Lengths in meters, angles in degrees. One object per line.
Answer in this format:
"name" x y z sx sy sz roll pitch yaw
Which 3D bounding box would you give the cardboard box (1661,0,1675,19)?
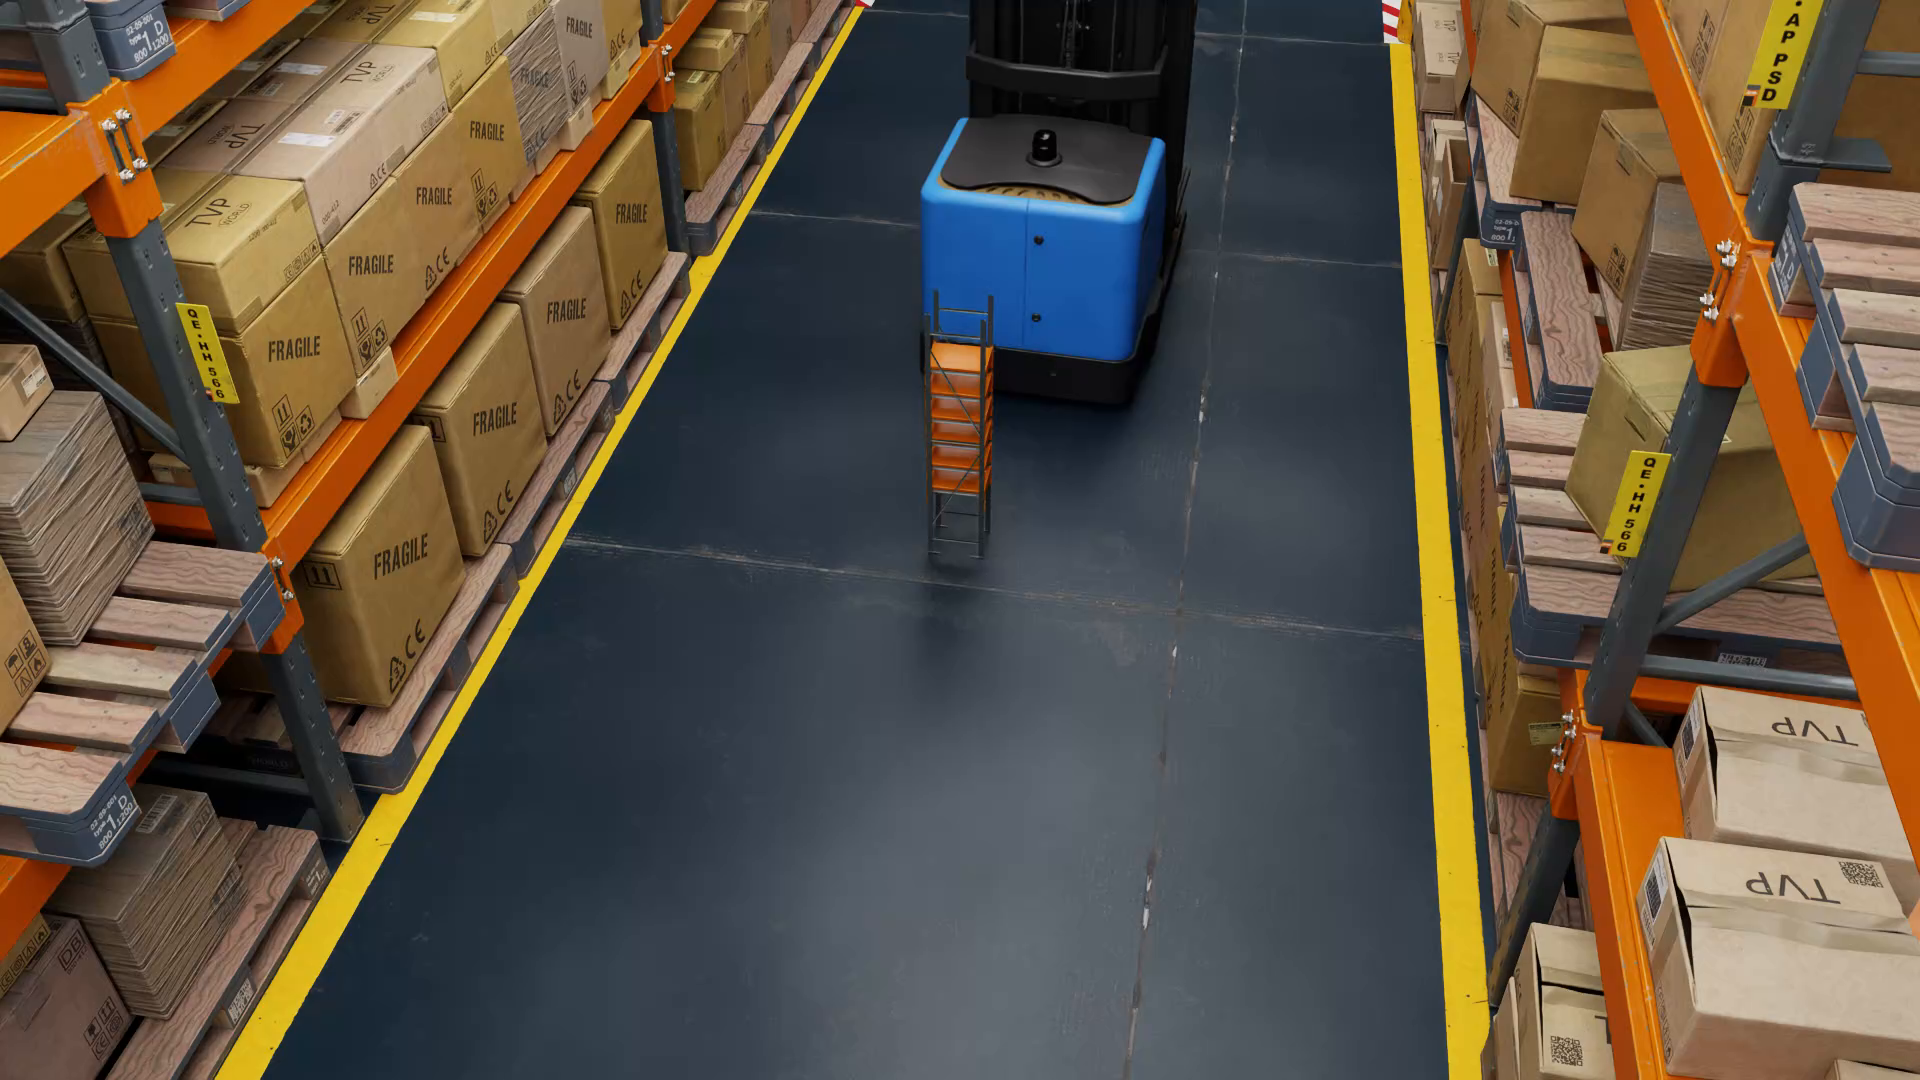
"cardboard box" 2.445 -1.735 4.562 0.910 0.500 0.500 6 40 8

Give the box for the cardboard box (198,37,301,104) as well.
"cardboard box" -2.647 -1.570 5.879 0.500 0.250 0.500 5 40 7

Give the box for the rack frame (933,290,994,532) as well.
"rack frame" 0.013 -0.511 6.926 0.240 1.200 0.006 6 40 8

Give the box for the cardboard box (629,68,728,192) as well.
"cardboard box" -1.733 -2.328 9.343 0.700 0.500 0.500 7 40 8

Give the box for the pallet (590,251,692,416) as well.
"pallet" -2.023 -1.104 8.419 1.003 0.211 1.213 6 40 8

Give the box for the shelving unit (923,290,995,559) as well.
"shelving unit" -0.002 -0.453 6.857 0.258 1.200 0.189 6 40 8

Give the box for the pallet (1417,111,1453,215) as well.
"pallet" 3.245 -2.251 9.807 1.003 0.211 1.213 6 40 8

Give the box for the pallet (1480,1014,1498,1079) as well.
"pallet" 2.043 1.970 4.701 1.003 0.211 1.213 6 40 8

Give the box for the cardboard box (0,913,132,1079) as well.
"cardboard box" -2.933 1.401 4.818 0.700 0.500 0.500 6 40 8

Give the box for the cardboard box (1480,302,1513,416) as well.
"cardboard box" 2.419 -0.718 6.792 0.500 0.250 0.500 6 40 8

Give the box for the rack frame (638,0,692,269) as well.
"rack frame" -1.963 -2.671 8.127 1.000 3.000 0.127 6 40 8

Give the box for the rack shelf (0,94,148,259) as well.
"rack shelf" -3.002 0.216 2.846 1.077 0.370 4.000 6 40 8

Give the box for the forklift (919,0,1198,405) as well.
"forklift" 0.643 -2.720 8.240 1.130 2.935 3.031 9 40 10

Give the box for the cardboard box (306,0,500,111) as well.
"cardboard box" -2.066 -1.840 6.205 0.500 0.250 0.500 6 40 7

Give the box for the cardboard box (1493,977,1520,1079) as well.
"cardboard box" 1.844 1.577 4.816 0.500 0.250 0.500 6 40 8

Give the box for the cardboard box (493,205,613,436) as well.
"cardboard box" -2.099 -1.024 7.492 0.750 0.750 0.750 8 40 9

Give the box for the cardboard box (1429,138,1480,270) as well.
"cardboard box" 2.735 -1.722 8.595 0.500 0.500 0.500 6 40 8

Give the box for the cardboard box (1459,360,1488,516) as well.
"cardboard box" 2.417 -0.408 7.006 0.500 0.500 0.500 7 40 8

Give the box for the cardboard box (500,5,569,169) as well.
"cardboard box" -1.969 -1.879 6.841 0.500 0.500 0.500 6 40 8

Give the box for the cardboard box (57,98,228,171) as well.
"cardboard box" -2.739 -1.248 5.490 0.500 0.250 0.500 5 40 6

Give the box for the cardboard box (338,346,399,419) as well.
"cardboard box" -2.189 -0.567 5.764 0.380 0.149 0.250 8 40 9

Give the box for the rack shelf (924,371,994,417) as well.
"rack shelf" -0.002 -0.604 6.732 0.258 0.103 0.180 6 40 8

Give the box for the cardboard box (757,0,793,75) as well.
"cardboard box" -1.467 -3.300 10.519 0.700 0.500 0.500 5 40 6

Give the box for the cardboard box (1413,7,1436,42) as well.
"cardboard box" 3.154 -3.333 10.806 0.380 0.166 0.250 6 40 8

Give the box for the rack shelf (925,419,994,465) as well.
"rack shelf" -0.002 -0.419 6.885 0.258 0.103 0.180 6 40 8

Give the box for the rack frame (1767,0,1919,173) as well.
"rack frame" 2.224 -1.929 2.521 1.000 3.000 0.127 6 40 8

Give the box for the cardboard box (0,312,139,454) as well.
"cardboard box" -2.834 -0.647 5.351 0.500 0.500 0.500 7 40 8

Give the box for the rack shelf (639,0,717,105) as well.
"rack shelf" -1.617 -3.649 9.874 1.077 0.370 4.000 6 40 8

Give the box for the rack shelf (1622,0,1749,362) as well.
"rack shelf" 2.570 -1.751 5.224 1.077 0.370 4.000 6 40 8

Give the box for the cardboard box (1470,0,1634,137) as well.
"cardboard box" 2.614 -2.055 6.973 0.700 0.500 0.500 -6 40 -7

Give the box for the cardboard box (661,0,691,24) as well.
"cardboard box" -1.854 -3.125 8.441 0.980 0.700 0.700 7 40 8

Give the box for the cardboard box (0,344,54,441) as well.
"cardboard box" -2.686 -0.399 4.446 0.380 0.149 0.250 2 40 2

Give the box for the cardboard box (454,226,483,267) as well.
"cardboard box" -2.116 -1.217 6.549 0.380 0.149 0.250 7 40 8

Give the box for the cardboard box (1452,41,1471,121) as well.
"cardboard box" 3.236 -2.514 9.551 0.797 0.503 0.637 6 40 8

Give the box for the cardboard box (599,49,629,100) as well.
"cardboard box" -1.764 -2.178 7.711 0.380 0.149 0.250 7 40 8

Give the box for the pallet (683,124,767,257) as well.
"pallet" -1.755 -2.065 9.582 1.003 0.211 1.213 6 40 8

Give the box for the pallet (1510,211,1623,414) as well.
"pallet" 2.556 -0.764 5.970 1.003 0.211 1.213 6 40 8

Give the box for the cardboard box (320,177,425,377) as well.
"cardboard box" -2.220 -0.926 5.688 0.500 0.500 0.500 8 40 9

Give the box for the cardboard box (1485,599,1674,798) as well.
"cardboard box" 2.155 0.564 5.830 0.500 0.500 0.500 8 40 9

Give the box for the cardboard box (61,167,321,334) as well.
"cardboard box" -2.318 -0.885 5.050 0.500 0.250 0.500 7 40 9

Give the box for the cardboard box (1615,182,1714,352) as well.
"cardboard box" 2.568 -0.778 5.429 0.700 0.500 0.500 14 42 16

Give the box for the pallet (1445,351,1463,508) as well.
"pallet" 2.813 -0.538 7.735 1.003 0.211 1.213 6 40 8

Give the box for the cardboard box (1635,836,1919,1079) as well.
"cardboard box" 1.878 0.957 3.808 0.500 0.311 0.500 6 40 7

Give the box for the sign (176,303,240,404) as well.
"sign" -2.120 -0.523 4.681 0.100 0.325 0.005 6 40 8

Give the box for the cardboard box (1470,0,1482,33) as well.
"cardboard box" 2.838 -2.831 8.242 0.500 0.500 0.500 7 40 9

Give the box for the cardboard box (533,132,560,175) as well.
"cardboard box" -1.948 -1.702 7.136 0.380 0.149 0.250 6 40 8

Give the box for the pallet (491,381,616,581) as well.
"pallet" -2.232 -0.336 7.491 1.003 0.211 1.213 6 40 8
